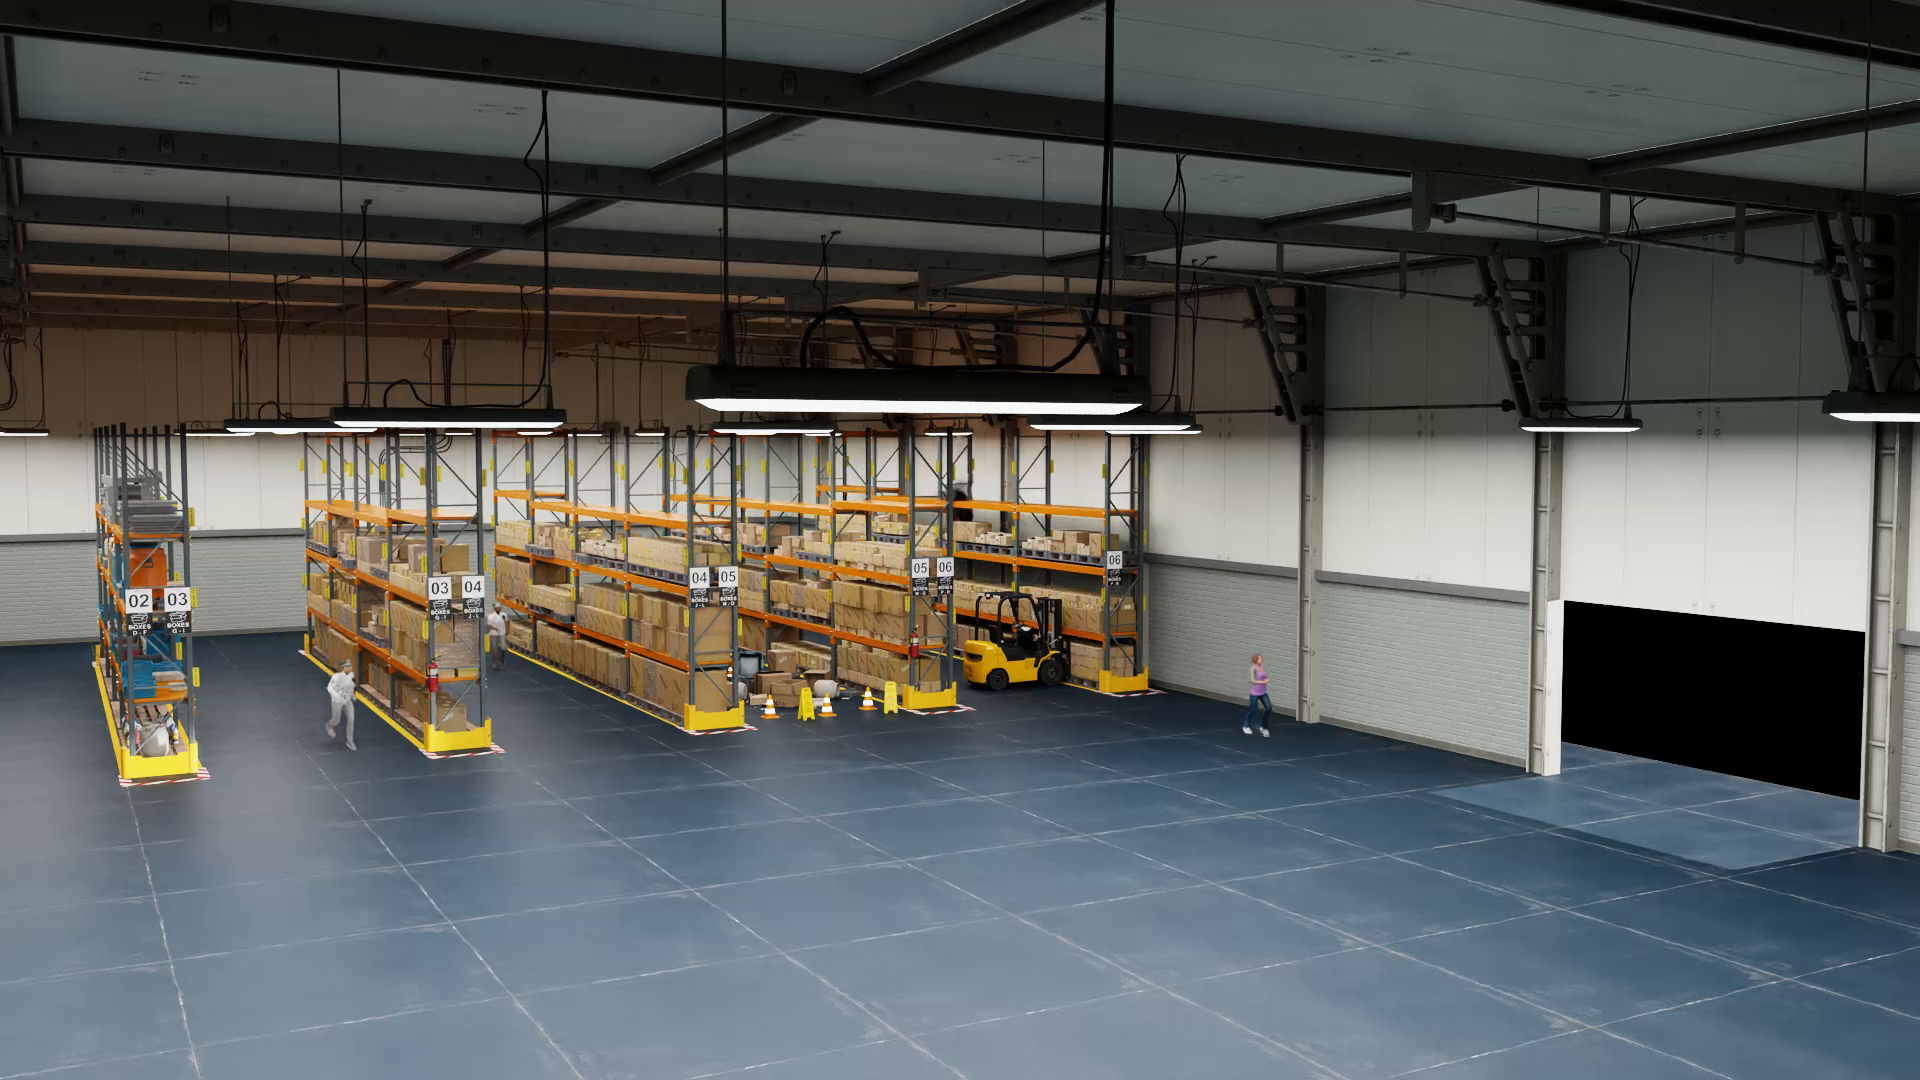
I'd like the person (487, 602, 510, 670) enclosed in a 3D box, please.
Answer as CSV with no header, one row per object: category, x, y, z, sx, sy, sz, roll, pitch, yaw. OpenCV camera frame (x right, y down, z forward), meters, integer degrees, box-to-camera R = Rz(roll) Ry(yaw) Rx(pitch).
person,-11.460,2.397,41.293,0.553,1.734,0.695,-2,4,-27

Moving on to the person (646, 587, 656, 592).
person,-9.357,1.904,50.440,0.502,1.533,0.577,-1,4,-21

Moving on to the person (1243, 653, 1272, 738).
person,5.740,2.993,31.950,0.526,1.647,0.684,-2,4,-35

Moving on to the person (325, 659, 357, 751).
person,-11.506,3.033,30.922,1.046,1.684,0.619,3,5,43
